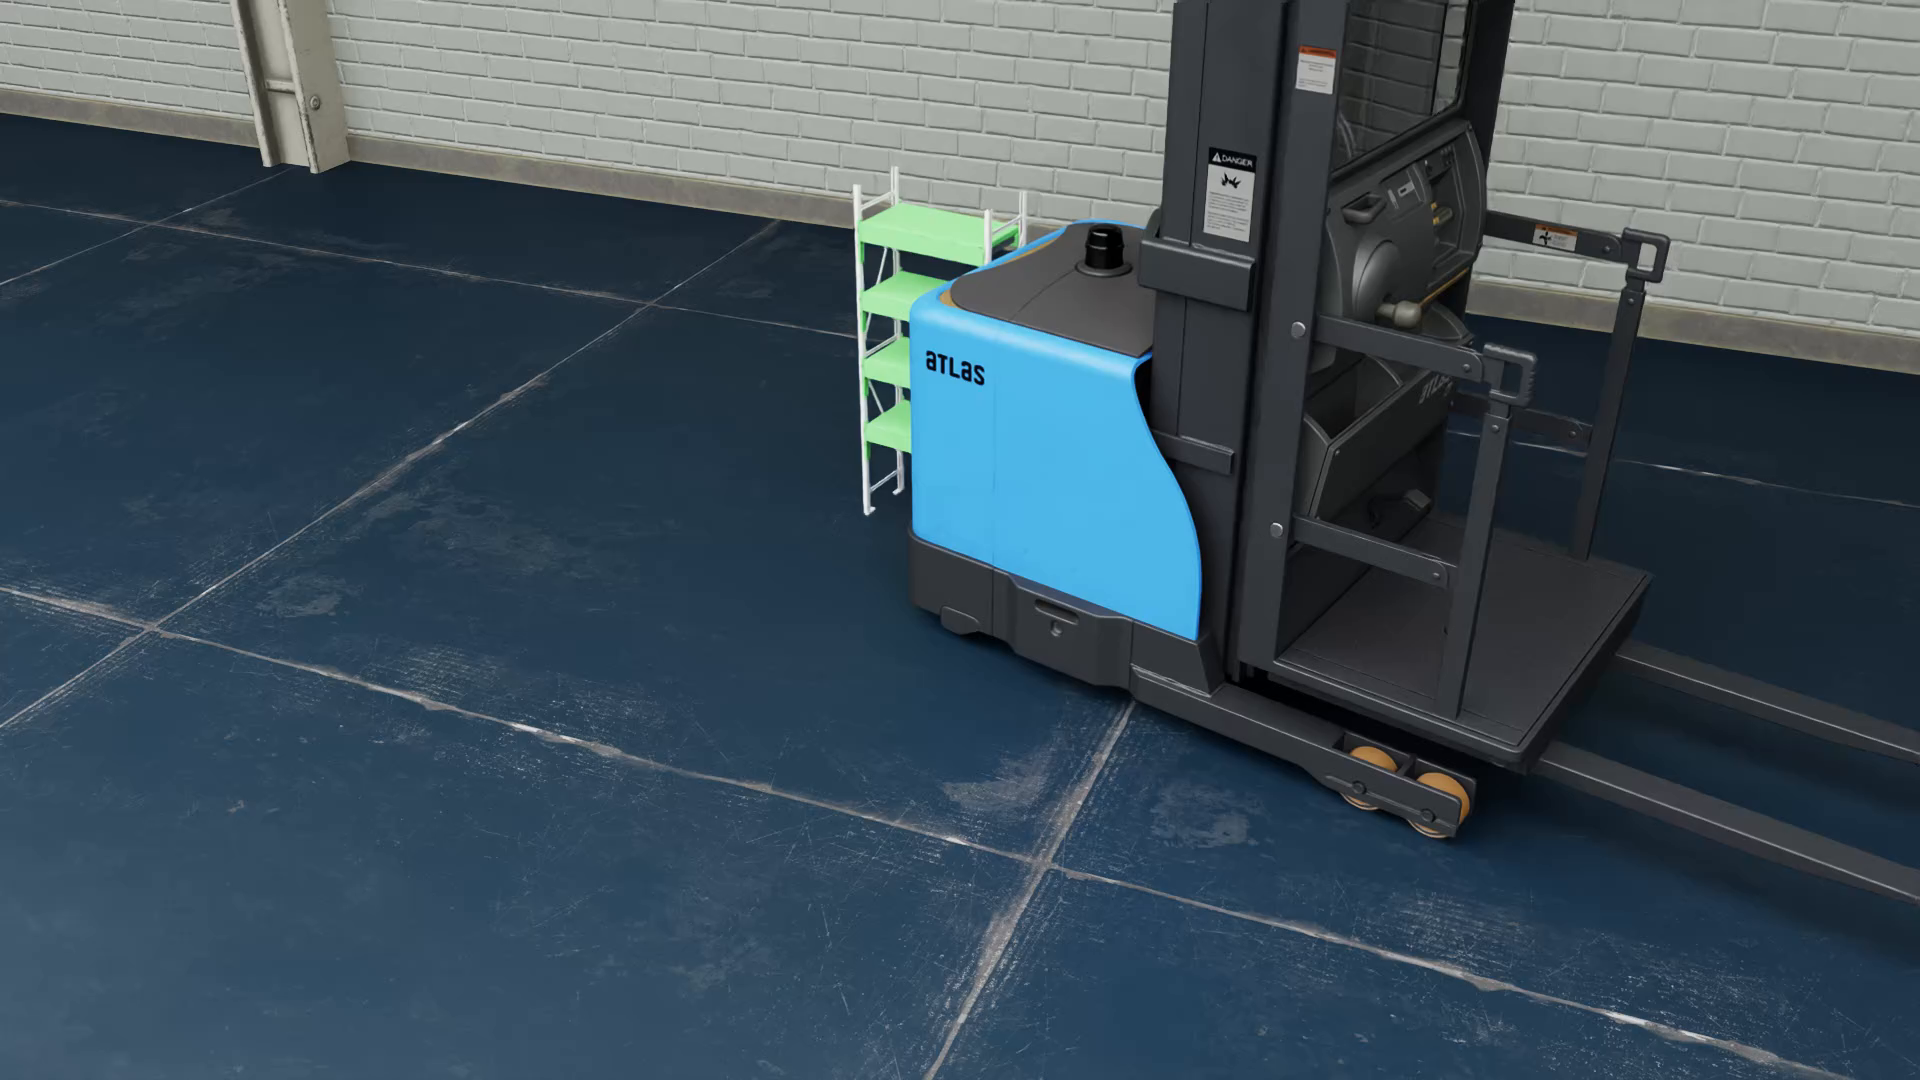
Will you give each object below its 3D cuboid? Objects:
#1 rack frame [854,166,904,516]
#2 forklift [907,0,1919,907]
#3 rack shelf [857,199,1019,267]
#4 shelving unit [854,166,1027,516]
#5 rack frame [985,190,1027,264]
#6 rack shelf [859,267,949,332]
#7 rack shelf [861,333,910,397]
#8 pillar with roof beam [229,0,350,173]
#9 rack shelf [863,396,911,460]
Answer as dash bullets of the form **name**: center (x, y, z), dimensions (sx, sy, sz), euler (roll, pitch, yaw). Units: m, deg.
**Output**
- **rack frame**: center (-0.272, -0.661, 5.701), dimensions (0.015, 1.200, 0.240), euler (17, 34, 27)
- **forklift**: center (1.322, -0.792, 4.173), dimensions (3.031, 2.935, 1.130), euler (20, 35, 31)
- **rack shelf**: center (-0.064, -0.961, 5.385), dimensions (0.480, 0.148, 0.258), euler (17, 34, 27)
- **shelving unit**: center (-0.064, -0.599, 5.590), dimensions (0.503, 1.200, 0.258), euler (17, 34, 27)
- **rack frame**: center (0.144, -0.536, 5.479), dimensions (0.015, 1.200, 0.240), euler (17, 34, 27)
- **rack shelf**: center (-0.064, -0.752, 5.503), dimensions (0.480, 0.148, 0.258), euler (17, 34, 27)
- **rack shelf**: center (-0.064, -0.543, 5.622), dimensions (0.480, 0.148, 0.258), euler (17, 34, 27)
- **pillar with roof beam**: center (-5.384, -4.138, 3.926), dimensions (0.400, 9.000, 9.100), euler (11, 31, 19)
- **rack shelf**: center (-0.064, -0.334, 5.740), dimensions (0.480, 0.148, 0.258), euler (17, 34, 27)
